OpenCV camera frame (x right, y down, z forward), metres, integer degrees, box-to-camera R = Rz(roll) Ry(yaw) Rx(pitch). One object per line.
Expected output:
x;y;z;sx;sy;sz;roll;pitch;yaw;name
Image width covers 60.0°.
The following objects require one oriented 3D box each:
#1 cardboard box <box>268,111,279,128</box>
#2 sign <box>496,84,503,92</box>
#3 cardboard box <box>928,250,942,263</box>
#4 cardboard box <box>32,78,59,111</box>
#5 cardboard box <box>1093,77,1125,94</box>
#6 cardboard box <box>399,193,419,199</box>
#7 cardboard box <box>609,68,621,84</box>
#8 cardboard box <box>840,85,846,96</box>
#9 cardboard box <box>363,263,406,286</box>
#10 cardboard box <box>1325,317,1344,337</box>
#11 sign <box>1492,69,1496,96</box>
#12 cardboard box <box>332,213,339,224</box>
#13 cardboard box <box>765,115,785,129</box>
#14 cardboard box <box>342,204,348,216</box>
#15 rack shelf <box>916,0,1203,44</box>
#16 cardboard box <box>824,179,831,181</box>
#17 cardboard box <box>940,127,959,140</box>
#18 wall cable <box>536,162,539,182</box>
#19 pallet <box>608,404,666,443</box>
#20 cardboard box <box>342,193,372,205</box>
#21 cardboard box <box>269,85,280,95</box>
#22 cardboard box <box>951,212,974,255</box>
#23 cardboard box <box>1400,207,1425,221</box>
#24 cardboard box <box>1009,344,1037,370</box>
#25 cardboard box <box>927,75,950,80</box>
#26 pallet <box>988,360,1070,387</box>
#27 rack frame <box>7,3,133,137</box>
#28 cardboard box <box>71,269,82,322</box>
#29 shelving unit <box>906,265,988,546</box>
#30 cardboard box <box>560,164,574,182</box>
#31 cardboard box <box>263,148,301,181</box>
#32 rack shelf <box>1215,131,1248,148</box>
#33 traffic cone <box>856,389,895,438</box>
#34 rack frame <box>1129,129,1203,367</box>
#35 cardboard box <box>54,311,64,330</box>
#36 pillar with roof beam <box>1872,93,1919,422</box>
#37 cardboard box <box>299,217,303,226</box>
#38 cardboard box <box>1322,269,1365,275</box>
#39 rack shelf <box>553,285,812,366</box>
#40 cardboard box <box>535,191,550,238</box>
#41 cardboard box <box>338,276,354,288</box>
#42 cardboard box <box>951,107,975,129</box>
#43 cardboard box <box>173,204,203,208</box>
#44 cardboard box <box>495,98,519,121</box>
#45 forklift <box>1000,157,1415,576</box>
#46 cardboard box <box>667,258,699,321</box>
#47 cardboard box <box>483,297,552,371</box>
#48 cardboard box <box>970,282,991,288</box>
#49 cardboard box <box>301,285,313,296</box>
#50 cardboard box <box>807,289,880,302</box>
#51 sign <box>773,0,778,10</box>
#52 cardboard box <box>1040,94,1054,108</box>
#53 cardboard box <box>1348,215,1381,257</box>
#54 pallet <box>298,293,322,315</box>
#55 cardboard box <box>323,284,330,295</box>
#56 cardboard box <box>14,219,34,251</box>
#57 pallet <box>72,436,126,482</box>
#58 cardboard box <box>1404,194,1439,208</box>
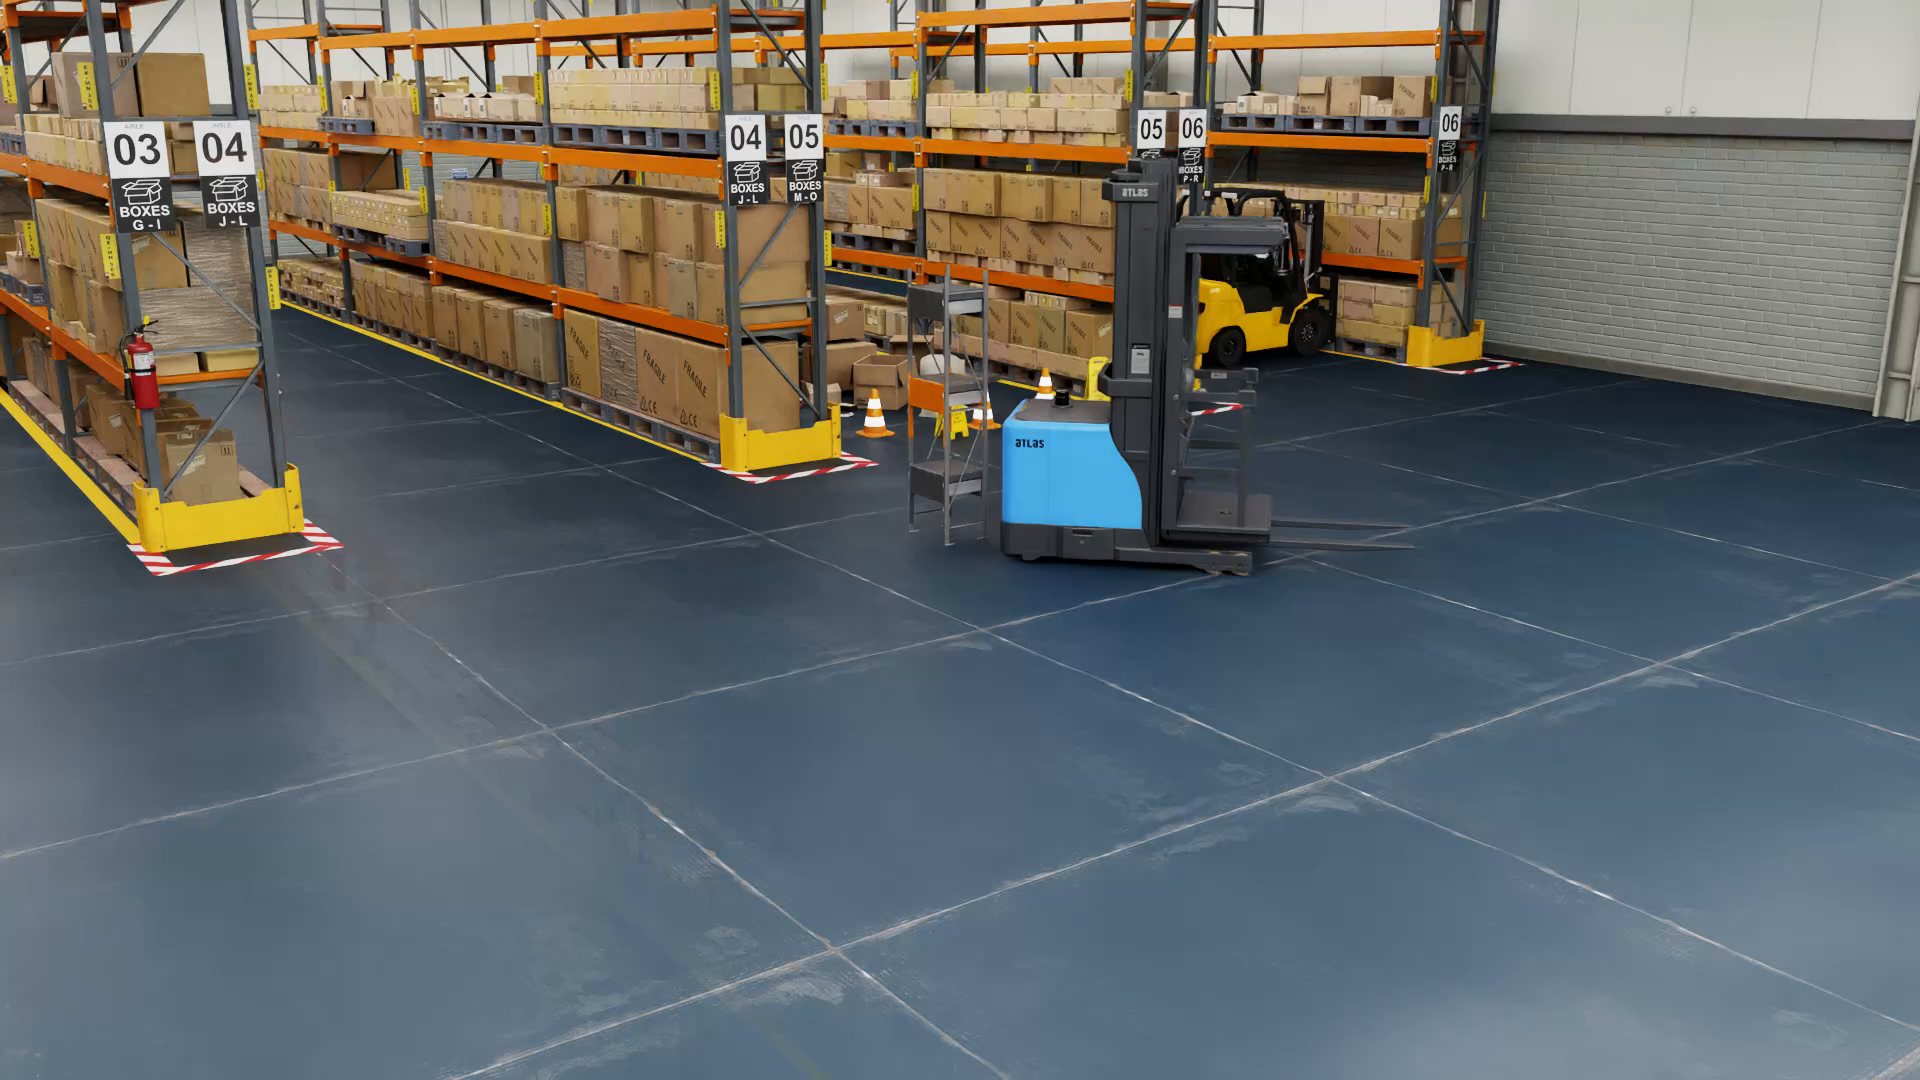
-10.750;-6.744;26.636;0.500;0.250;0.500;-10;18;-33;cardboard box
-5.956;-5.729;21.513;0.100;0.325;0.005;-11;19;-35;sign
-0.187;-3.607;21.050;0.380;0.149;0.250;-11;19;-35;cardboard box
-8.325;-4.122;15.782;0.797;0.503;0.637;-12;19;-37;cardboard box
2.375;-6.807;25.408;0.500;0.500;0.500;-10;18;-33;cardboard box
-7.762;-4.855;23.686;0.380;0.149;0.250;-12;19;-36;cardboard box
-3.224;-4.561;16.358;0.380;0.149;0.250;-11;19;-35;cardboard box
-1.892;-8.371;31.071;0.500;0.250;0.500;-10;18;-34;cardboard box
-8.226;-3.810;23.835;0.500;0.250;0.500;-10;18;-33;cardboard box
5.148;-2.906;22.425;0.500;0.250;0.500;-11;19;-34;cardboard box
6.704;-5.754;20.930;0.100;0.325;0.005;-11;19;-35;sign
-8.902;-4.690;24.209;0.380;0.149;0.250;-12;19;-37;cardboard box
-1.648;-3.901;15.456;0.380;0.149;0.250;-11;19;-34;cardboard box
-8.596;-4.723;23.768;0.380;0.149;0.250;-10;18;-33;cardboard box
1.063;-5.964;19.188;1.077;0.370;4.000;-11;19;-35;rack shelf
-2.075;-4.852;23.572;0.500;0.500;0.500;-10;18;-32;cardboard box
-0.021;-5.002;20.462;0.380;0.149;0.250;-11;19;-34;cardboard box
-9.363;-8.321;35.872;0.588;1.984;0.122;-11;19;-35;wall cable
-2.952;-1.275;17.336;1.003;0.211;1.213;-11;19;-35;pallet
-8.584;-4.863;23.715;0.380;0.149;0.250;-11;19;-34;cardboard box
-10.729;-7.143;26.392;0.380;0.149;0.250;-11;19;-34;cardboard box
0.234;-3.796;20.512;0.500;0.500;0.500;-11;19;-35;cardboard box
5.821;-4.154;21.154;0.380;0.149;0.250;-11;19;-34;cardboard box
0.936;-2.221;19.923;0.500;0.250;0.500;-12;19;-37;cardboard box
-0.386;-8.139;29.591;0.396;0.266;0.258;-11;19;-35;cardboard box
1.032;-2.102;20.356;1.003;0.211;1.213;-11;19;-35;pallet
-8.129;-5.201;15.032;1.000;3.000;0.127;-11;19;-35;rack frame
-7.274;-2.190;14.643;0.875;0.500;0.500;-11;19;-35;cardboard box
-0.097;-1.048;12.928;0.431;2.100;0.503;-11;19;-35;shelving unit
-6.807;-6.683;29.726;0.500;0.500;0.500;-11;19;-36;cardboard box
-11.064;-6.155;27.235;0.500;0.500;0.500;-11;19;-35;cardboard box
2.724;-6.144;25.522;1.077;0.370;4.000;-11;19;-35;rack shelf
-0.869;-1.312;16.992;0.336;0.463;0.334;-11;19;-35;traffic cone
2.239;-2.991;18.324;1.000;3.000;0.127;-11;19;-35;rack frame
-8.110;-2.038;15.317;0.380;0.149;0.250;-11;19;-35;cardboard box
6.617;-4.995;14.282;9.100;9.000;0.400;-11;19;-35;pillar with roof beam
-10.230;-5.052;26.327;0.380;0.149;0.250;-10;18;-33;cardboard box
5.244;-3.578;22.987;0.500;0.250;0.500;-11;19;-36;cardboard box
-2.882;-2.282;17.093;1.077;0.370;4.000;-11;19;-35;rack shelf
-4.354;-3.691;18.797;0.700;0.500;0.500;-11;19;-35;cardboard box
-9.181;-3.914;25.172;0.380;0.149;0.250;-10;18;-33;cardboard box
0.235;-5.118;20.133;0.500;0.250;0.500;-11;19;-35;cardboard box
-6.763;-2.607;14.273;0.500;0.500;0.500;-11;19;-35;cardboard box
-4.962;-4.910;18.952;0.500;0.250;0.500;-11;19;-35;cardboard box
1.869;-1.304;12.289;3.031;2.935;1.130;3;16;10;forklift
-2.302;-2.460;16.098;0.875;0.550;0.550;-11;19;-35;cardboard box
-5.060;-2.498;19.988;1.050;0.750;0.750;-11;19;-35;cardboard box
0.344;-3.083;20.423;0.380;0.149;0.250;-10;18;-32;cardboard box
-10.328;-4.011;26.653;0.380;0.149;0.250;-12;19;-37;cardboard box
-1.700;-3.356;23.839;0.950;0.372;0.625;-11;19;-36;cardboard box
-3.595;-10.477;32.391;0.100;0.325;0.005;-11;19;-35;sign
1.138;-5.016;19.005;0.380;0.149;0.250;-12;19;-36;cardboard box
5.452;-3.987;21.774;0.500;0.500;0.500;-10;18;-33;cardboard box
-9.906;-3.818;26.625;1.003;0.211;1.213;-11;19;-35;pallet
-9.545;-3.863;25.550;0.380;0.149;0.250;-12;19;-36;cardboard box
-10.131;-3.303;18.478;0.500;0.500;0.500;-14;21;-41;cardboard box
-7.706;-0.824;15.689;1.003;0.211;1.213;-11;19;-35;pallet
5.871;-4.311;21.163;0.380;0.149;0.250;-11;19;-34;cardboard box
